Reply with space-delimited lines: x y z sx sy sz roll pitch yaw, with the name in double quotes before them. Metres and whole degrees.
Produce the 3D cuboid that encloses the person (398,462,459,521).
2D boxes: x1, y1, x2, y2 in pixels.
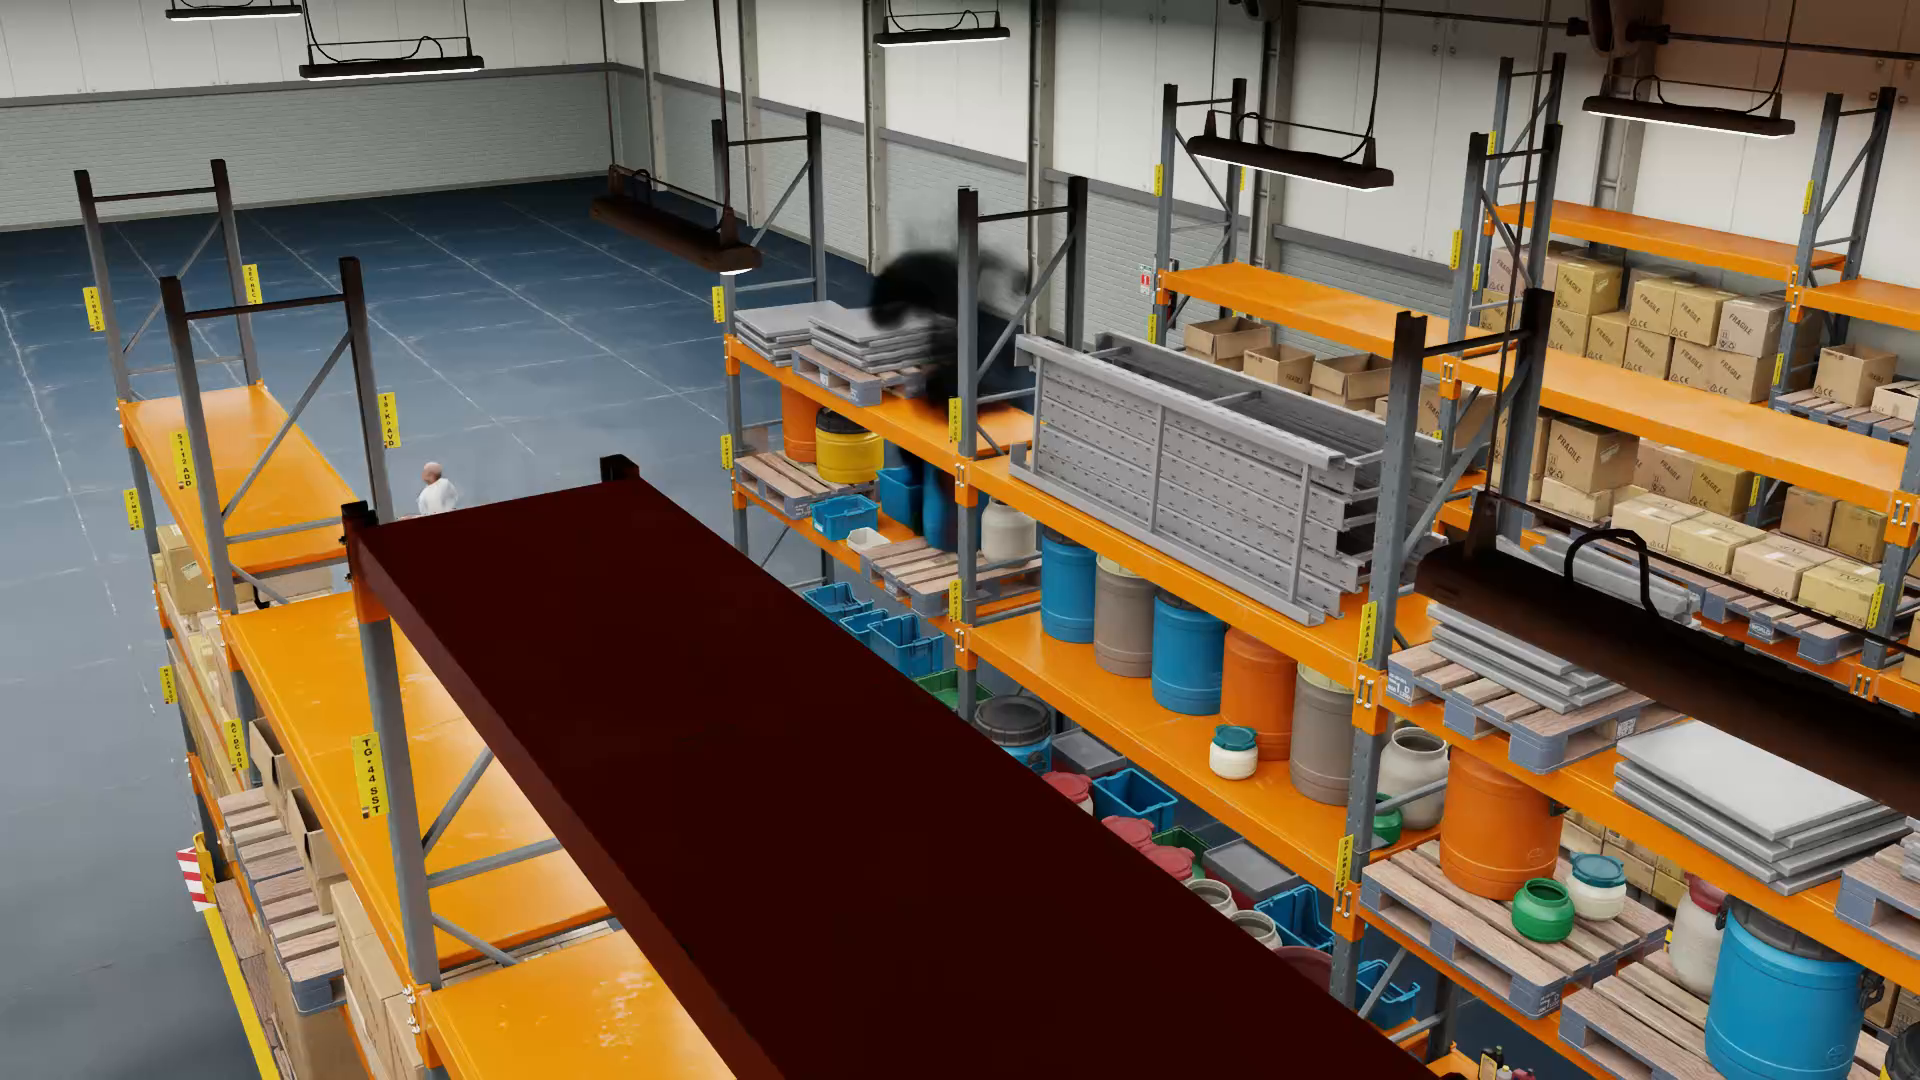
"person" -6.116 -0.033 19.232 0.642 1.660 0.694 -4 22 -9
